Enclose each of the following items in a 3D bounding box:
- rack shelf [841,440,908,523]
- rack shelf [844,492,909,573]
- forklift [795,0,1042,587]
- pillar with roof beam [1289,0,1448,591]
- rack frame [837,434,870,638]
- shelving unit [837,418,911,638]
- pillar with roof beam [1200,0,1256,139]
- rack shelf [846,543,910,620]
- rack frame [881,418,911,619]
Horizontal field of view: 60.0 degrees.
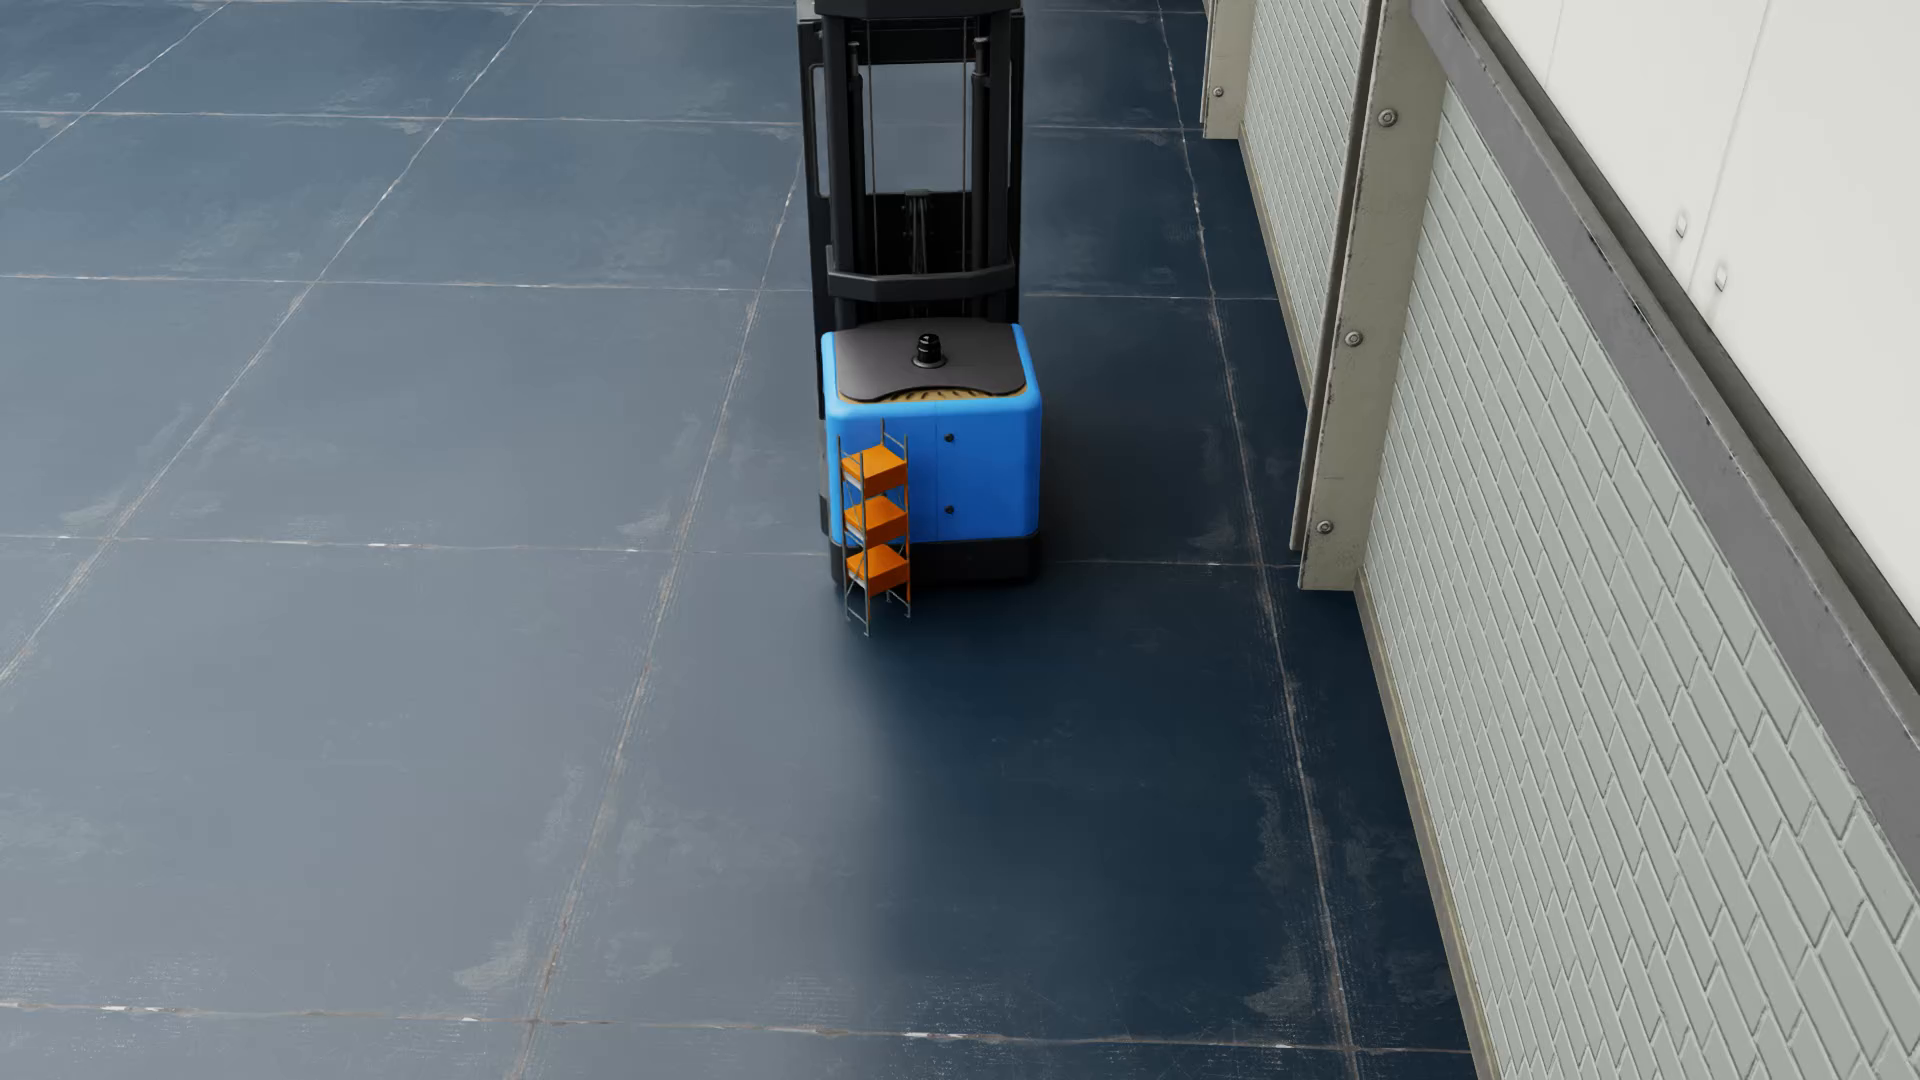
[{"bbox_3d":[-0.399,-0.270,7.692,0.240,0.259,0.215,-23,41,-29],"label":"rack shelf"},{"bbox_3d":[-0.399,-0.038,7.855,0.240,0.259,0.215,-23,41,-29],"label":"rack shelf"},{"bbox_3d":[-0.258,-1.797,8.704,1.130,2.935,3.031,-3,35,-5],"label":"forklift"},{"bbox_3d":[-2.438,-3.645,6.055,9.100,9.000,0.400,1,35,2],"label":"pillar with roof beam"},{"bbox_3d":[-0.497,-0.004,7.789,0.008,1.050,0.200,-23,41,-29],"label":"rack frame"},{"bbox_3d":[-0.399,-0.047,7.849,0.252,1.050,0.215,-23,41,-29],"label":"shelving unit"},{"bbox_3d":[-2.197,-7.092,10.960,9.100,9.000,0.400,1,35,2],"label":"pillar with roof beam"},{"bbox_3d":[-0.399,0.189,8.015,0.240,0.259,0.215,-23,41,-29],"label":"rack shelf"},{"bbox_3d":[-0.302,-0.089,7.909,0.008,1.050,0.200,-23,41,-29],"label":"rack frame"}]
